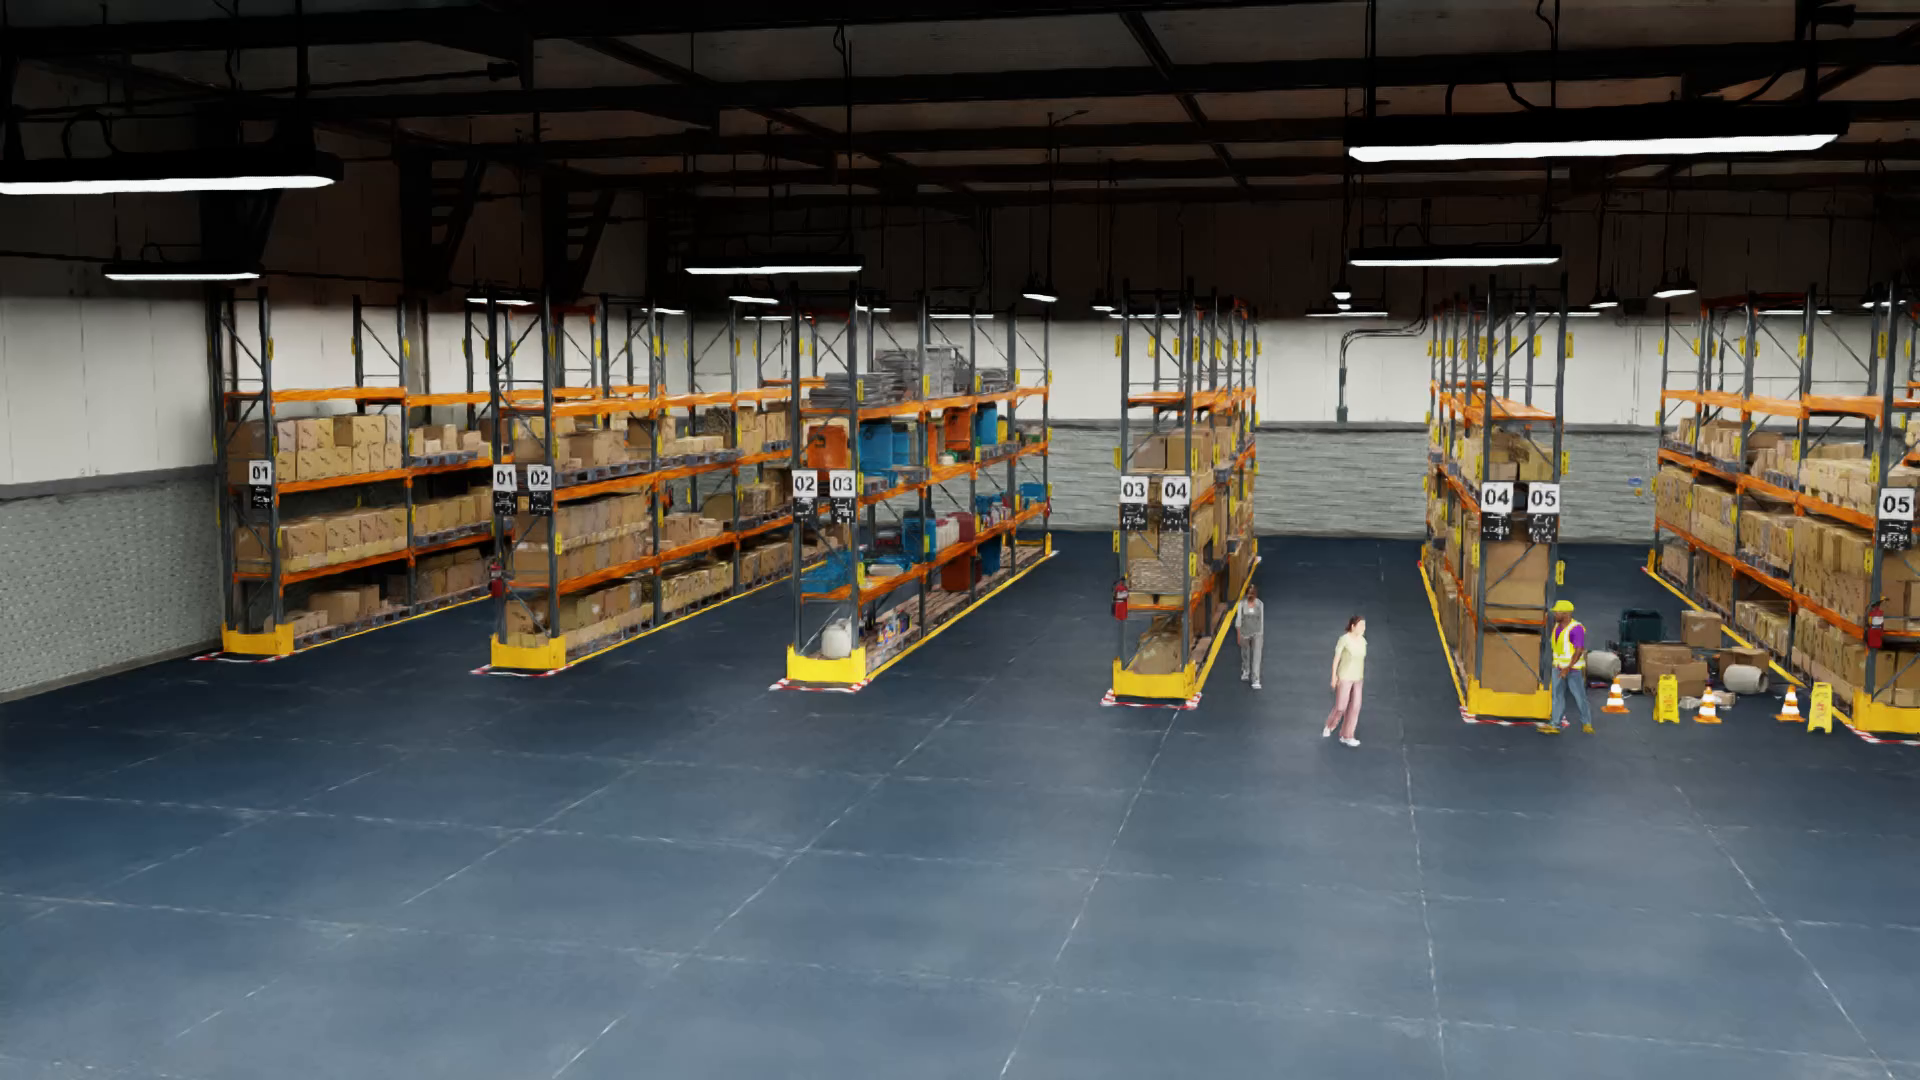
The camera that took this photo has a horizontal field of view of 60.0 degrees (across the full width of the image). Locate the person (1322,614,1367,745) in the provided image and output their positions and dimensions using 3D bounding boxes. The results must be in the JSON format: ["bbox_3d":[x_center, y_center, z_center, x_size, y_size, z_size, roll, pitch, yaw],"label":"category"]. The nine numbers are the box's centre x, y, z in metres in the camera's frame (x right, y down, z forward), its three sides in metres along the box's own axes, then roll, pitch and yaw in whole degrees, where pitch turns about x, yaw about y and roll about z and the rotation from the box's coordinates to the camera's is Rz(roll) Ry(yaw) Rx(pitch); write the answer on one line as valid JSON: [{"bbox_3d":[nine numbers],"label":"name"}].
[{"bbox_3d":[4.900,1.757,21.167,0.515,1.662,0.512,-3,7,-23],"label":"person"}]

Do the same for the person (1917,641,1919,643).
[{"bbox_3d":[15.226,1.093,26.301,0.499,1.774,0.578,6,9,44],"label":"person"}]

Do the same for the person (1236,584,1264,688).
[{"bbox_3d":[4.314,1.393,24.768,0.419,1.514,1.038,1,7,11],"label":"person"}]

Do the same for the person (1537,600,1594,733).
[{"bbox_3d":[7.925,1.653,21.669,0.705,1.762,0.586,-3,7,-22],"label":"person"}]
